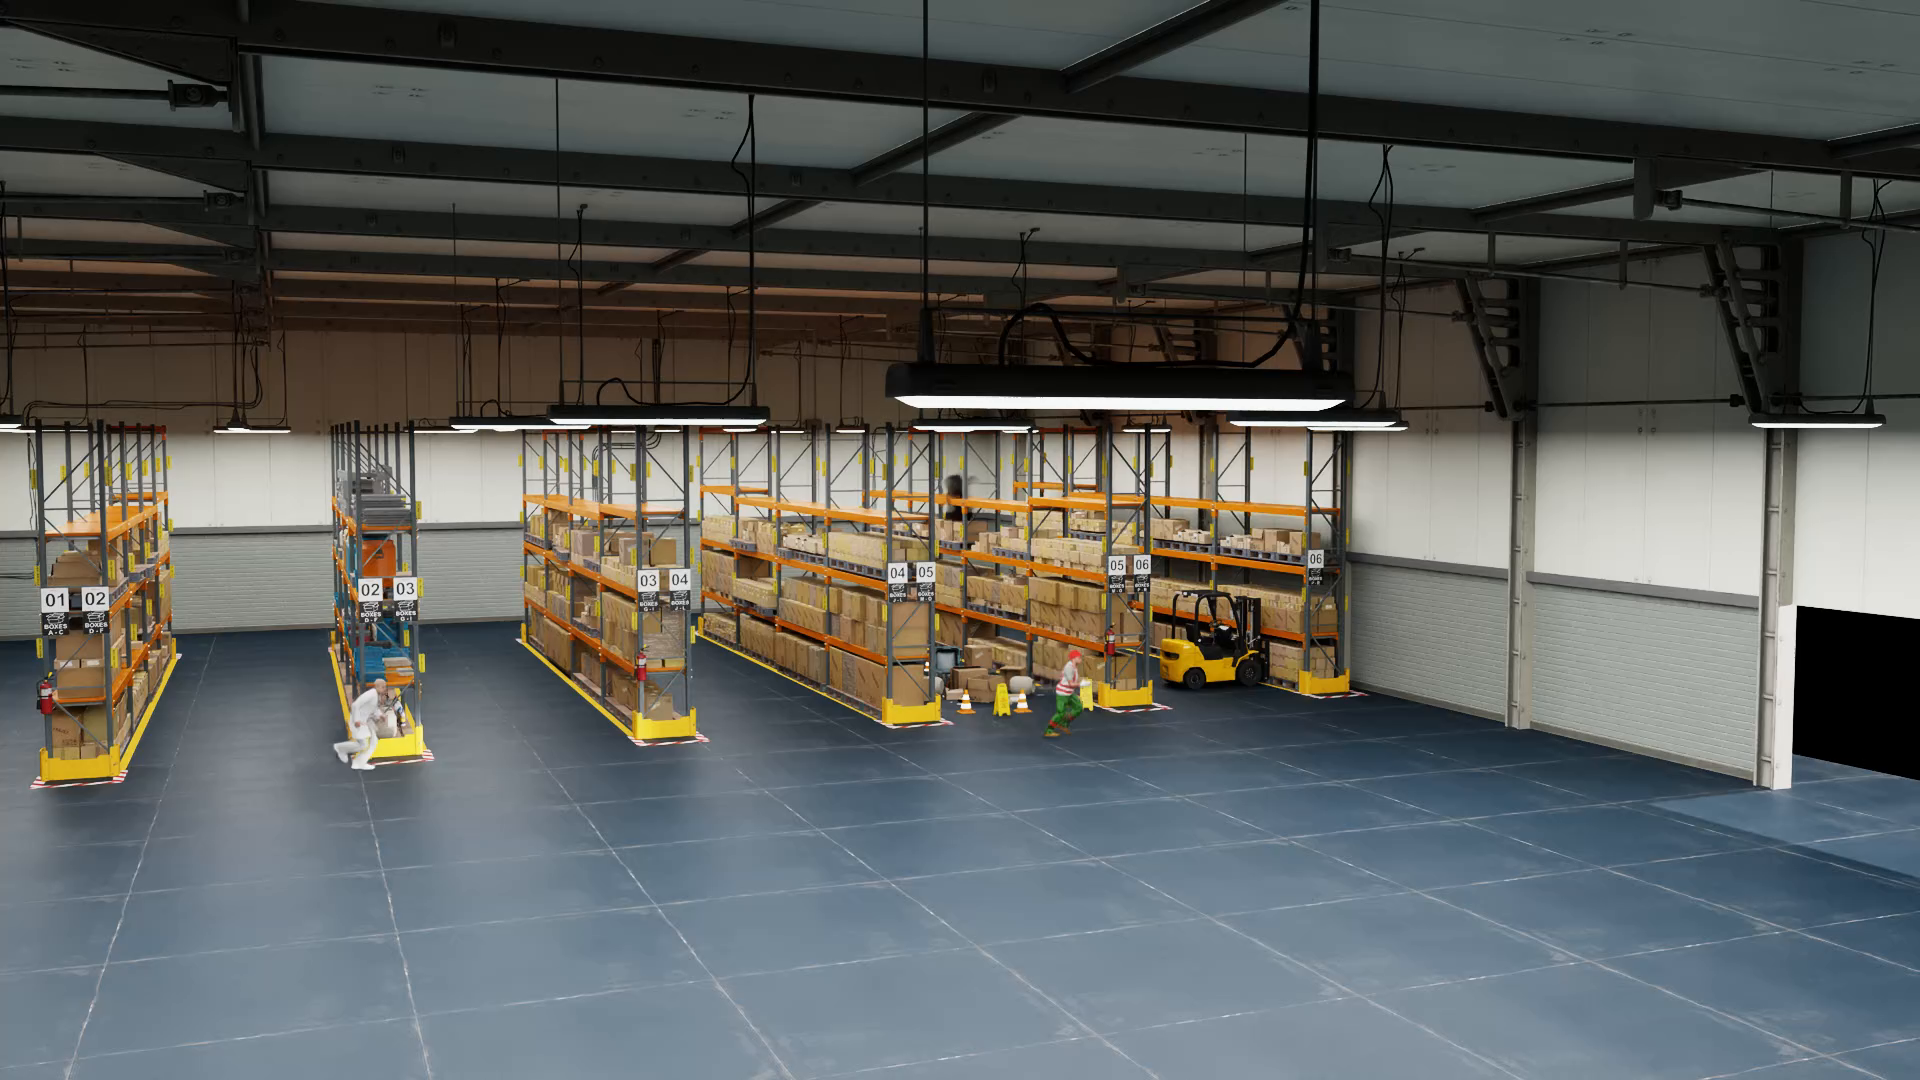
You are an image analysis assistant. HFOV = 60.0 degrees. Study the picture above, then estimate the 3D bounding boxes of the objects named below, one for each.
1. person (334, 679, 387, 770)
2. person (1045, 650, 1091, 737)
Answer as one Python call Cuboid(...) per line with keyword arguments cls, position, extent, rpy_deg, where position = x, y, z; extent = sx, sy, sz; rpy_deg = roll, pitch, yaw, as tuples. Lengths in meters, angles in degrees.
Cuboid(cls="person", position=(-10.281, 3.159, 28.483), extent=(0.965, 1.585, 0.729), rpy_deg=(0, 4, 8))
Cuboid(cls="person", position=(2.059, 2.904, 31.492), extent=(0.905, 1.675, 0.686), rpy_deg=(1, 4, 20))
